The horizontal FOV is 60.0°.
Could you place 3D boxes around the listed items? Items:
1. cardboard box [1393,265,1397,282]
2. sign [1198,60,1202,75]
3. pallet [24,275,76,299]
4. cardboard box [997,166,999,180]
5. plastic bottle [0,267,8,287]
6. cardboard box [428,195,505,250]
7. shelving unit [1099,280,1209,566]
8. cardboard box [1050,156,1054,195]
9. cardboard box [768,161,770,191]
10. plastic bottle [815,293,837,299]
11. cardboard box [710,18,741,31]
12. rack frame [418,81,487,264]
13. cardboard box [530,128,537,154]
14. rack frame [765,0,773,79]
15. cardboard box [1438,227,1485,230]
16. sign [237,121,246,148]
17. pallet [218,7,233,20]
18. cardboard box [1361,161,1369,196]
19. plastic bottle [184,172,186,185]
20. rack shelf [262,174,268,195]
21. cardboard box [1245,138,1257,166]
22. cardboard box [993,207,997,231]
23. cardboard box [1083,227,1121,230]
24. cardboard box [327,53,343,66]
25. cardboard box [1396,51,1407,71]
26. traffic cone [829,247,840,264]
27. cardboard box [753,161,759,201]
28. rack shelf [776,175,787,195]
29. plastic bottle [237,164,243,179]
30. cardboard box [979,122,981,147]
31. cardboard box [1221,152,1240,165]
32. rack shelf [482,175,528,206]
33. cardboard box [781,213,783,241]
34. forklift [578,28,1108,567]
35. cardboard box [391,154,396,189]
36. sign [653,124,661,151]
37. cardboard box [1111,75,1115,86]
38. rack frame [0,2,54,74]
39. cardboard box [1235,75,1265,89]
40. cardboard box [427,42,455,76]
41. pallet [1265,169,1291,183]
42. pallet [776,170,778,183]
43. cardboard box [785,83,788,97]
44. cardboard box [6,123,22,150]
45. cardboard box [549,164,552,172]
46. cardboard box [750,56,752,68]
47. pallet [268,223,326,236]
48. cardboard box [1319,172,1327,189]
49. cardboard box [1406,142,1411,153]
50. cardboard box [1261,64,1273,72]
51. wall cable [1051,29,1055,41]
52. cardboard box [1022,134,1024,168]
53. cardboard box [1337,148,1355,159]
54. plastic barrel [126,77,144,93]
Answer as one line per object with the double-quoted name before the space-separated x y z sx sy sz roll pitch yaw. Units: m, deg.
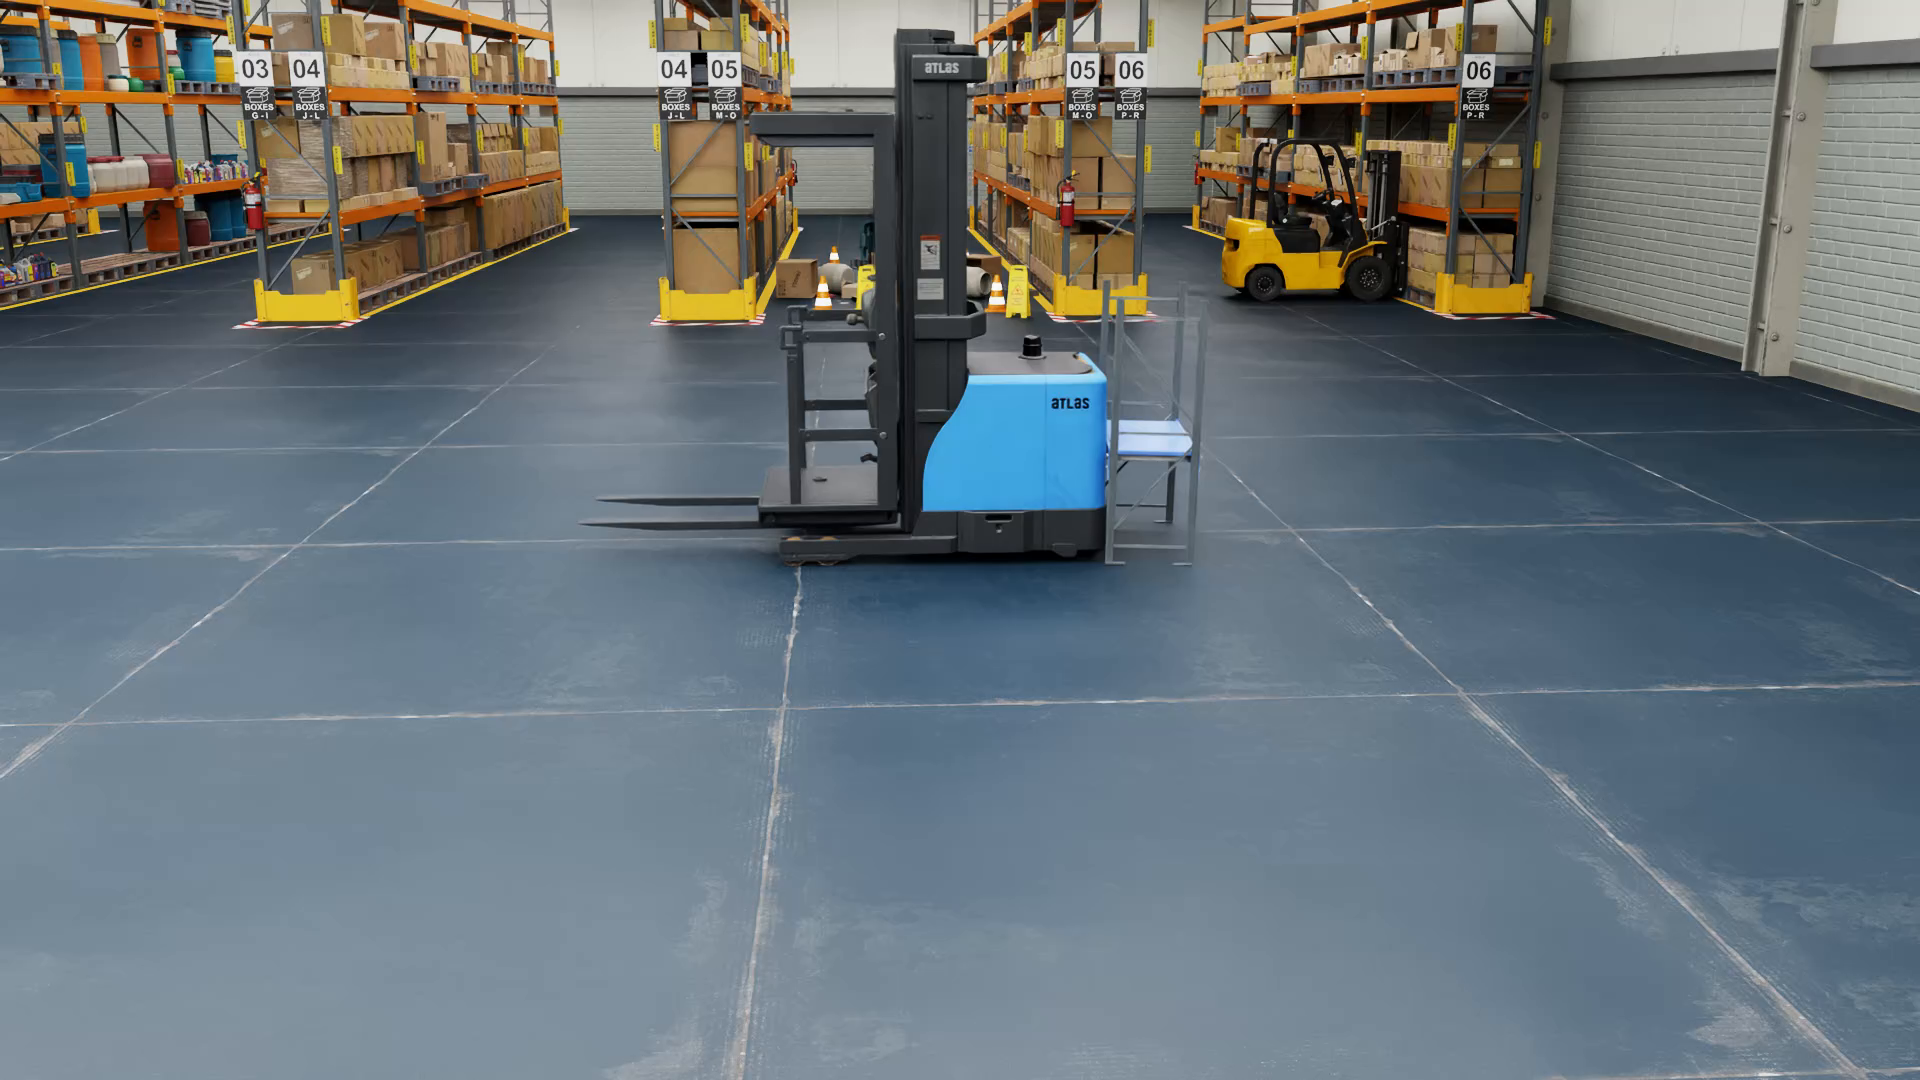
"cardboard box" 6.305 -3.772 23.341 0.500 0.250 0.500 0 14 -2
"sign" 5.215 -10.258 36.100 0.100 0.325 0.005 -1 14 -3
"pallet" -13.289 -3.581 23.519 1.003 0.211 1.213 -1 14 -3
"cardboard box" 0.945 -6.624 30.054 0.500 0.250 0.500 -1 14 -4
"plastic bottle" -12.863 -3.537 22.344 0.097 0.271 0.097 0 14 0
"cardboard box" -8.615 -5.516 28.867 1.225 0.875 0.875 -2 15 -6
"shelving unit" 1.097 -0.716 9.775 0.538 1.500 1.048 1 14 0
"cardboard box" 1.458 -4.781 21.791 0.500 0.500 0.500 -1 14 -3
"cardboard box" -3.213 -5.660 25.804 0.500 0.500 0.500 -1 14 -4
"plastic bottle" -1.857 -3.378 23.031 0.283 0.061 0.133 -6 16 -23
"cardboard box" -2.844 -6.289 20.289 0.380 0.149 0.250 -1 14 -3
"rack frame" -8.593 -6.170 27.987 1.000 3.000 0.127 -1 14 -3
"cardboard box" -8.638 -7.845 32.696 0.500 0.500 0.500 -1 14 -3
"rack frame" -3.636 -9.127 27.439 1.000 3.000 0.127 -1 14 -3
"cardboard box" 6.852 -4.138 22.758 0.500 0.250 0.500 -1 14 -4
"sign" -8.653 -4.891 20.056 0.100 0.325 0.005 -1 14 -3
"pallet" -13.703 -9.503 30.084 1.003 0.211 1.213 -1 14 -3
"cardboard box" 6.266 -5.340 24.559 0.500 0.500 0.500 -1 14 -5
"plastic bottle" -13.221 -6.173 28.257 0.097 0.271 0.097 0 14 0
"rack shelf" -13.908 -7.237 33.579 1.077 0.370 4.000 -1 14 -3
"cardboard box" 5.843 -7.395 31.703 0.700 0.500 0.500 -1 14 -3
"cardboard box" 1.118 -6.438 33.328 0.875 0.438 0.875 -1 14 -4
"cardboard box" 1.958 -4.034 22.855 0.500 0.500 0.500 -1 14 -2
"cardboard box" -7.803 -5.891 20.385 0.380 0.149 0.250 -1 14 -2
"cardboard box" 6.288 -6.671 23.142 0.396 0.266 0.258 -1 14 -5
"traffic cone" -1.965 -4.355 26.023 0.336 0.463 0.334 -1 14 -3
"cardboard box" -3.297 -5.071 23.415 0.875 0.550 0.550 -1 14 -3
"rack shelf" -3.760 -6.370 30.209 1.077 0.370 4.000 -1 14 -3
"plastic bottle" -13.415 -6.844 30.857 0.152 0.276 0.135 -1 14 -3
"cardboard box" 0.658 -8.341 34.218 0.500 0.500 0.500 -1 14 -3
"cardboard box" 5.665 -7.838 34.174 0.500 0.250 0.500 -1 14 -4
"rack shelf" -8.717 -6.319 30.009 1.077 0.370 4.000 -1 14 -3
"cardboard box" -3.528 -5.774 30.620 0.500 0.500 0.500 -1 14 -5
"forklift" -0.692 -1.404 9.599 3.031 2.935 1.130 -1 14 -3
"cardboard box" -8.383 -5.130 23.147 0.875 0.500 0.500 -1 14 -3
"sign" -3.683 -4.902 20.261 0.100 0.325 0.005 -1 14 -3
"cardboard box" 2.097 -5.752 20.846 0.380 0.149 0.250 -1 14 -3
"rack frame" -13.289 -8.004 23.075 1.000 3.000 0.127 -1 14 -3
"cardboard box" 5.724 -9.036 32.808 0.500 0.250 0.500 -1 14 -3
"cardboard box" -8.256 -7.548 26.117 0.500 0.500 0.500 -1 14 -2
"pallet" 6.140 -6.475 29.558 1.213 0.211 1.003 -1 14 -3
"pallet" -3.787 -6.304 28.893 1.213 0.211 1.003 -1 14 -3
"cardboard box" -3.702 -8.970 33.149 0.500 0.250 0.500 0 14 -1
"cardboard box" -18.509 -7.795 32.096 0.500 0.500 0.500 -1 14 -5
"cardboard box" -8.673 -7.700 34.439 0.380 0.149 0.250 -1 14 -5
"cardboard box" -2.937 -6.282 21.863 0.380 0.149 0.250 -1 14 -3
"pallet" -14.020 -6.527 34.970 1.003 0.211 1.213 -1 14 -3
"cardboard box" 6.131 -5.832 26.972 0.500 0.250 0.500 0 14 -2
"cardboard box" 6.415 -5.448 23.080 0.380 0.149 0.250 -1 14 -3
"cardboard box" 5.739 -8.659 30.505 0.380 0.149 0.250 -1 14 -3
"wall cable" 3.702 -12.691 41.216 2.988 3.039 0.133 -1 14 -3
"cardboard box" 1.230 -6.087 26.024 0.500 0.500 0.500 0 14 -2
"cardboard box" 6.111 -6.039 25.974 0.380 0.149 0.250 -1 14 -5
"plastic barrel" -13.470 -7.410 27.099 0.294 0.245 0.294 0 14 0
